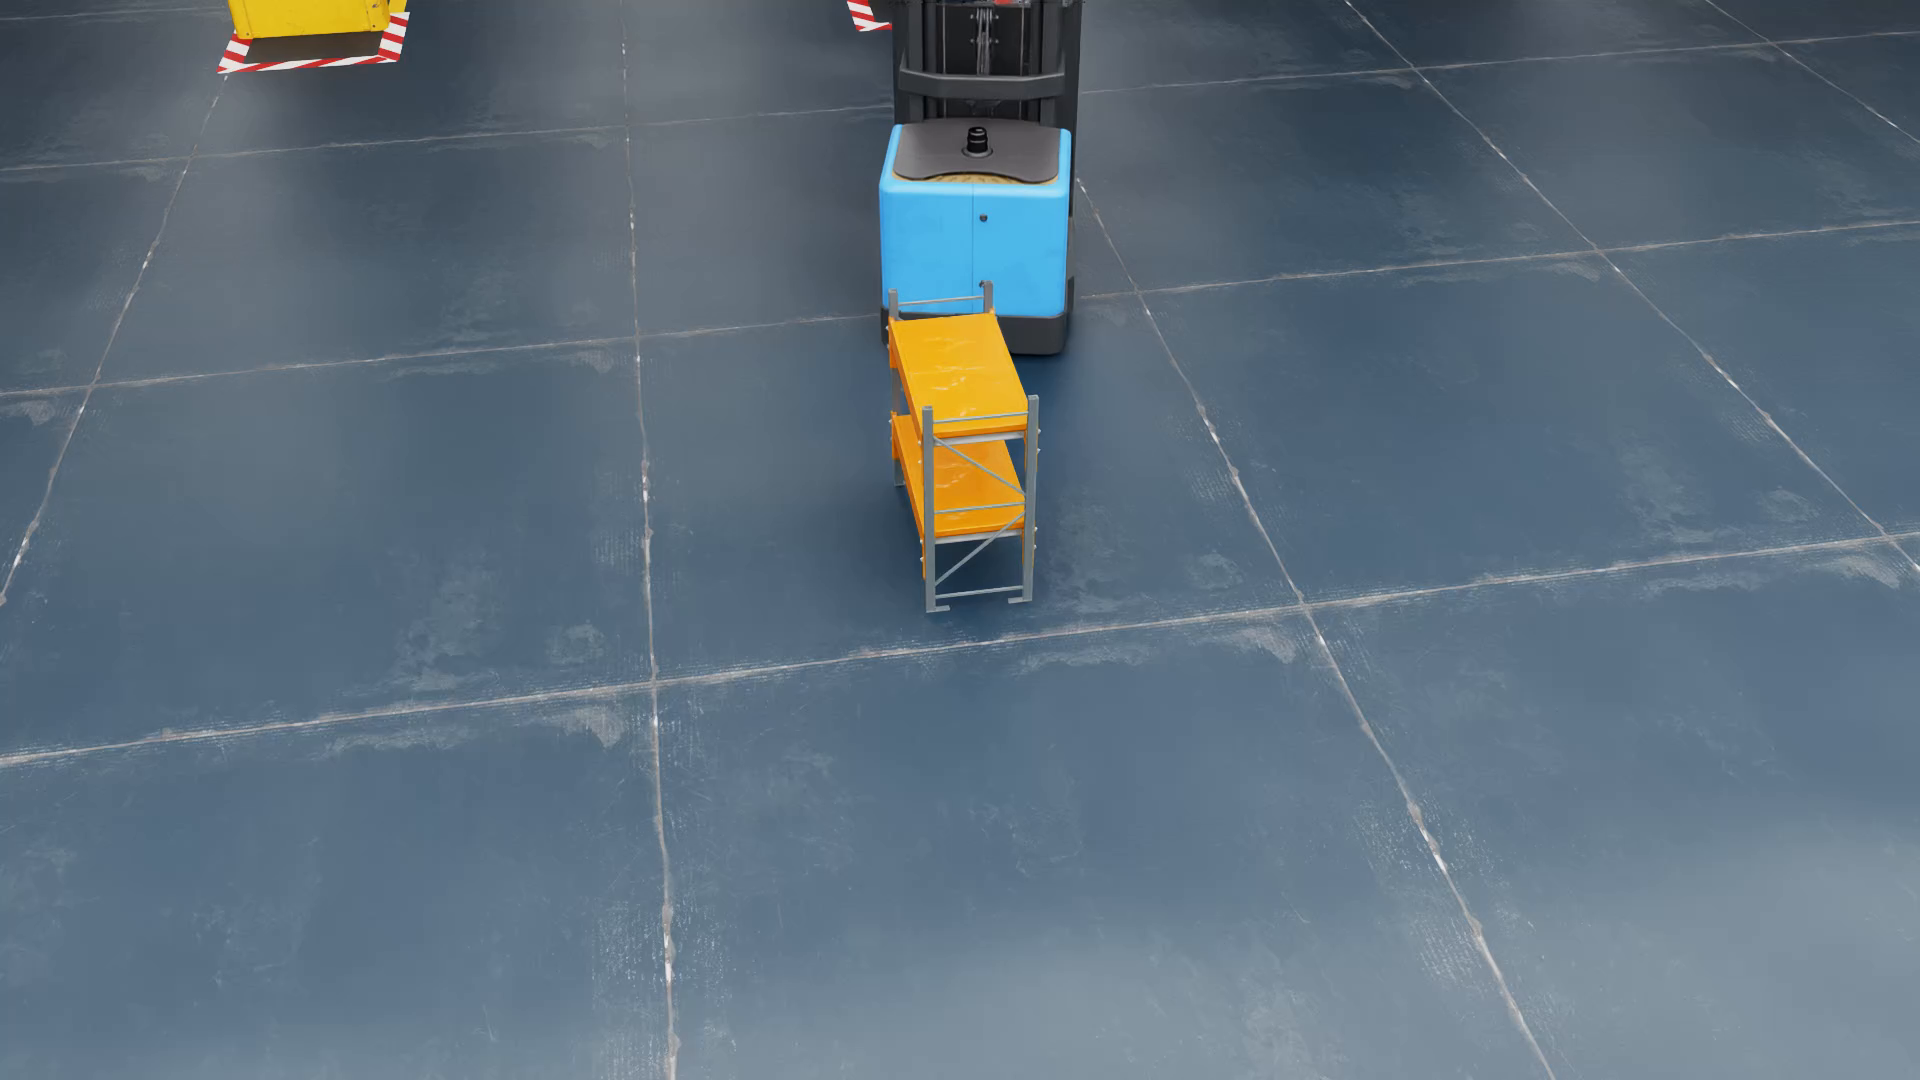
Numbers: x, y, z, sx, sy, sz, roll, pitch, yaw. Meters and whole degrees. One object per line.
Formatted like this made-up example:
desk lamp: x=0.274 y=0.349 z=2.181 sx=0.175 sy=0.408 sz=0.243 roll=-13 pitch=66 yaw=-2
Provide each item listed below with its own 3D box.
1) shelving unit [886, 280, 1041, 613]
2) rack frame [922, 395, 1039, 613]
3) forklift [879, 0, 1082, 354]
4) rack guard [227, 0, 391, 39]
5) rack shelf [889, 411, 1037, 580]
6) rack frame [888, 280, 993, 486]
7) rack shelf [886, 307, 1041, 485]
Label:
shelving unit: x=-0.001 y=-0.448 z=7.810 sx=0.538 sy=1.125 sz=1.048 roll=-6 pitch=38 yaw=-8
rack frame: x=0.088 y=-0.141 z=7.415 sx=0.500 sy=1.125 sz=0.032 roll=-6 pitch=38 yaw=-8
forklift: x=0.169 y=-3.091 z=9.739 sx=1.130 sy=2.935 sz=3.031 roll=2 pitch=38 yaw=3
rack guard: x=-5.242 y=-4.364 z=13.360 sx=1.175 sy=0.500 sz=0.348 roll=-6 pitch=38 yaw=-8
rack shelf: x=-0.001 y=-0.255 z=7.960 sx=0.538 sy=0.278 sz=1.000 roll=-6 pitch=38 yaw=-8
rack frame: x=-0.090 y=-0.755 z=8.205 sx=0.500 sy=1.125 sz=0.032 roll=-6 pitch=38 yaw=-8
rack shelf: x=-0.001 y=-0.679 z=7.631 sx=0.538 sy=0.278 sz=1.000 roll=-6 pitch=38 yaw=-8
